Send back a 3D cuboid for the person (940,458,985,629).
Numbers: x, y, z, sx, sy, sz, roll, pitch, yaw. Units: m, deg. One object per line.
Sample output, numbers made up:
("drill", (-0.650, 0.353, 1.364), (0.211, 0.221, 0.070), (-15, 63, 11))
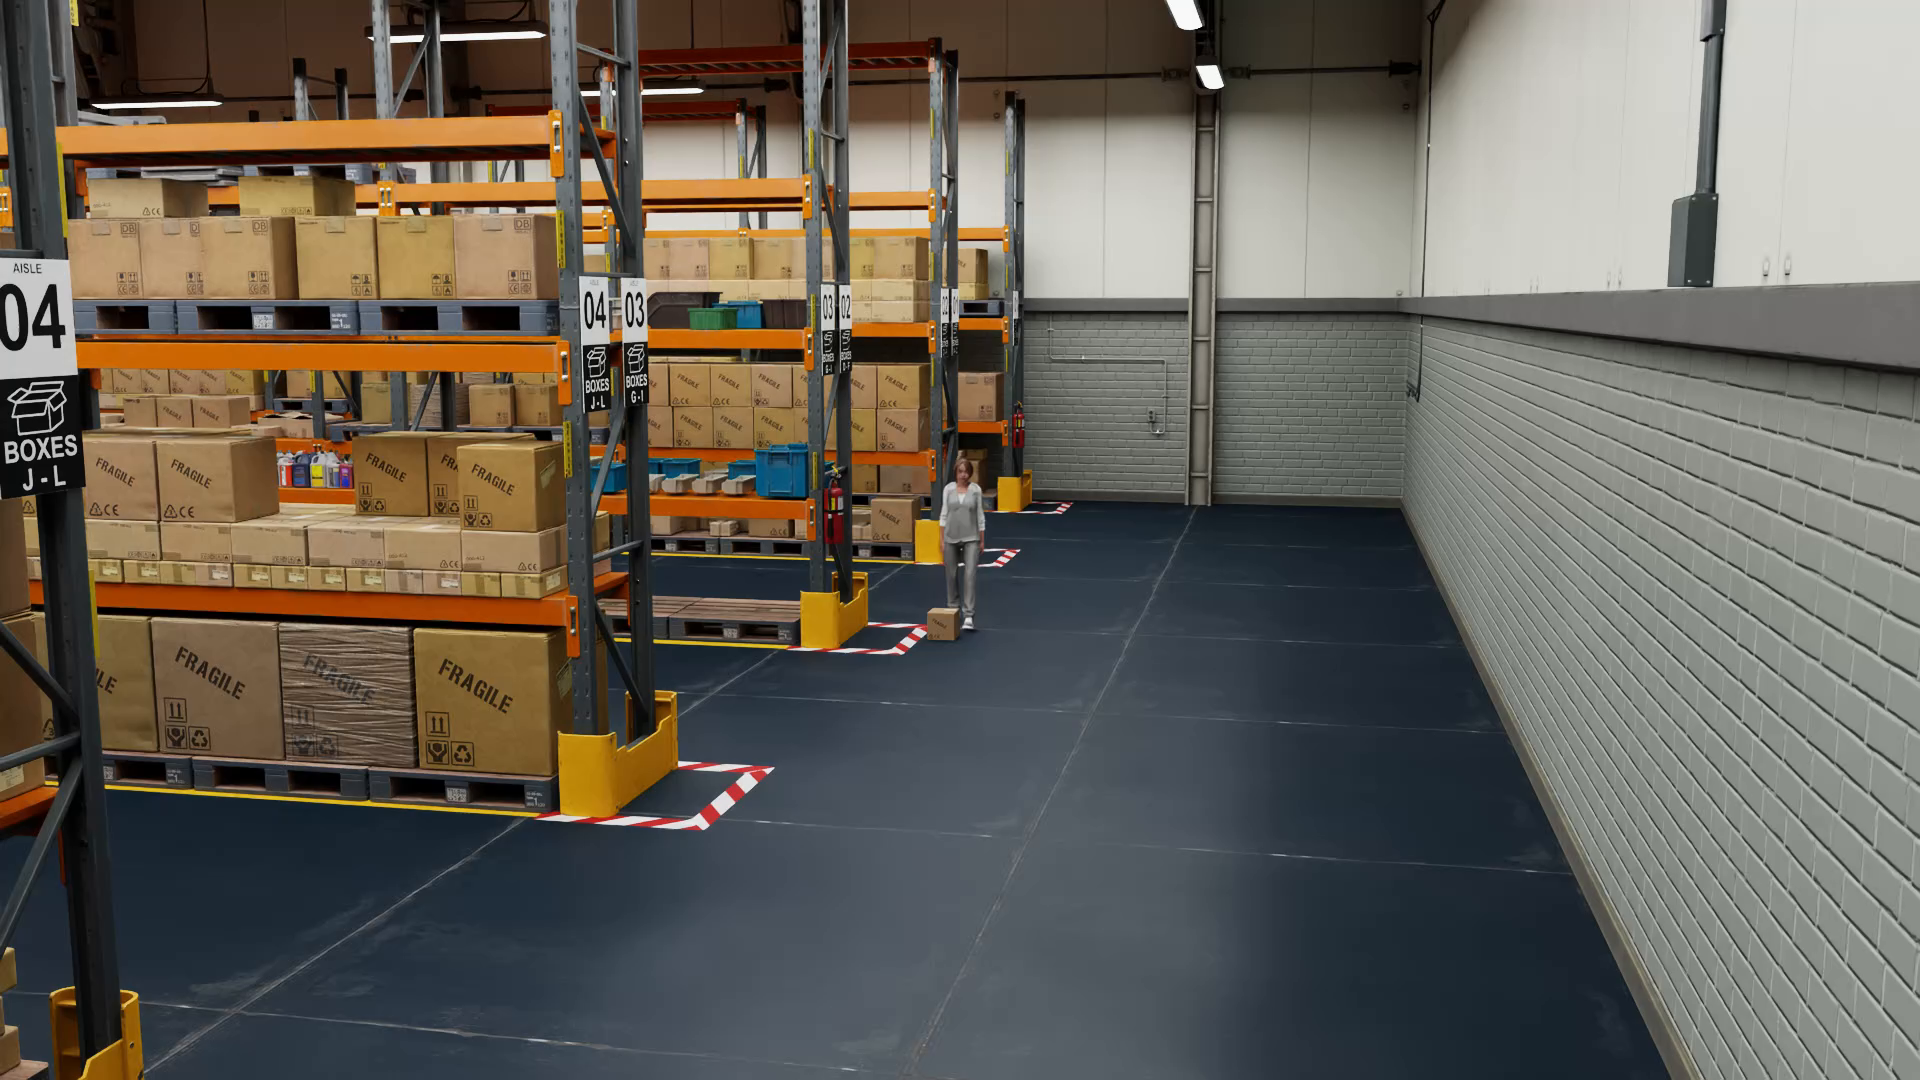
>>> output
("person", (0.020, 0.017, 15.669), (0.421, 1.586, 0.659), (1, 8, 5))
